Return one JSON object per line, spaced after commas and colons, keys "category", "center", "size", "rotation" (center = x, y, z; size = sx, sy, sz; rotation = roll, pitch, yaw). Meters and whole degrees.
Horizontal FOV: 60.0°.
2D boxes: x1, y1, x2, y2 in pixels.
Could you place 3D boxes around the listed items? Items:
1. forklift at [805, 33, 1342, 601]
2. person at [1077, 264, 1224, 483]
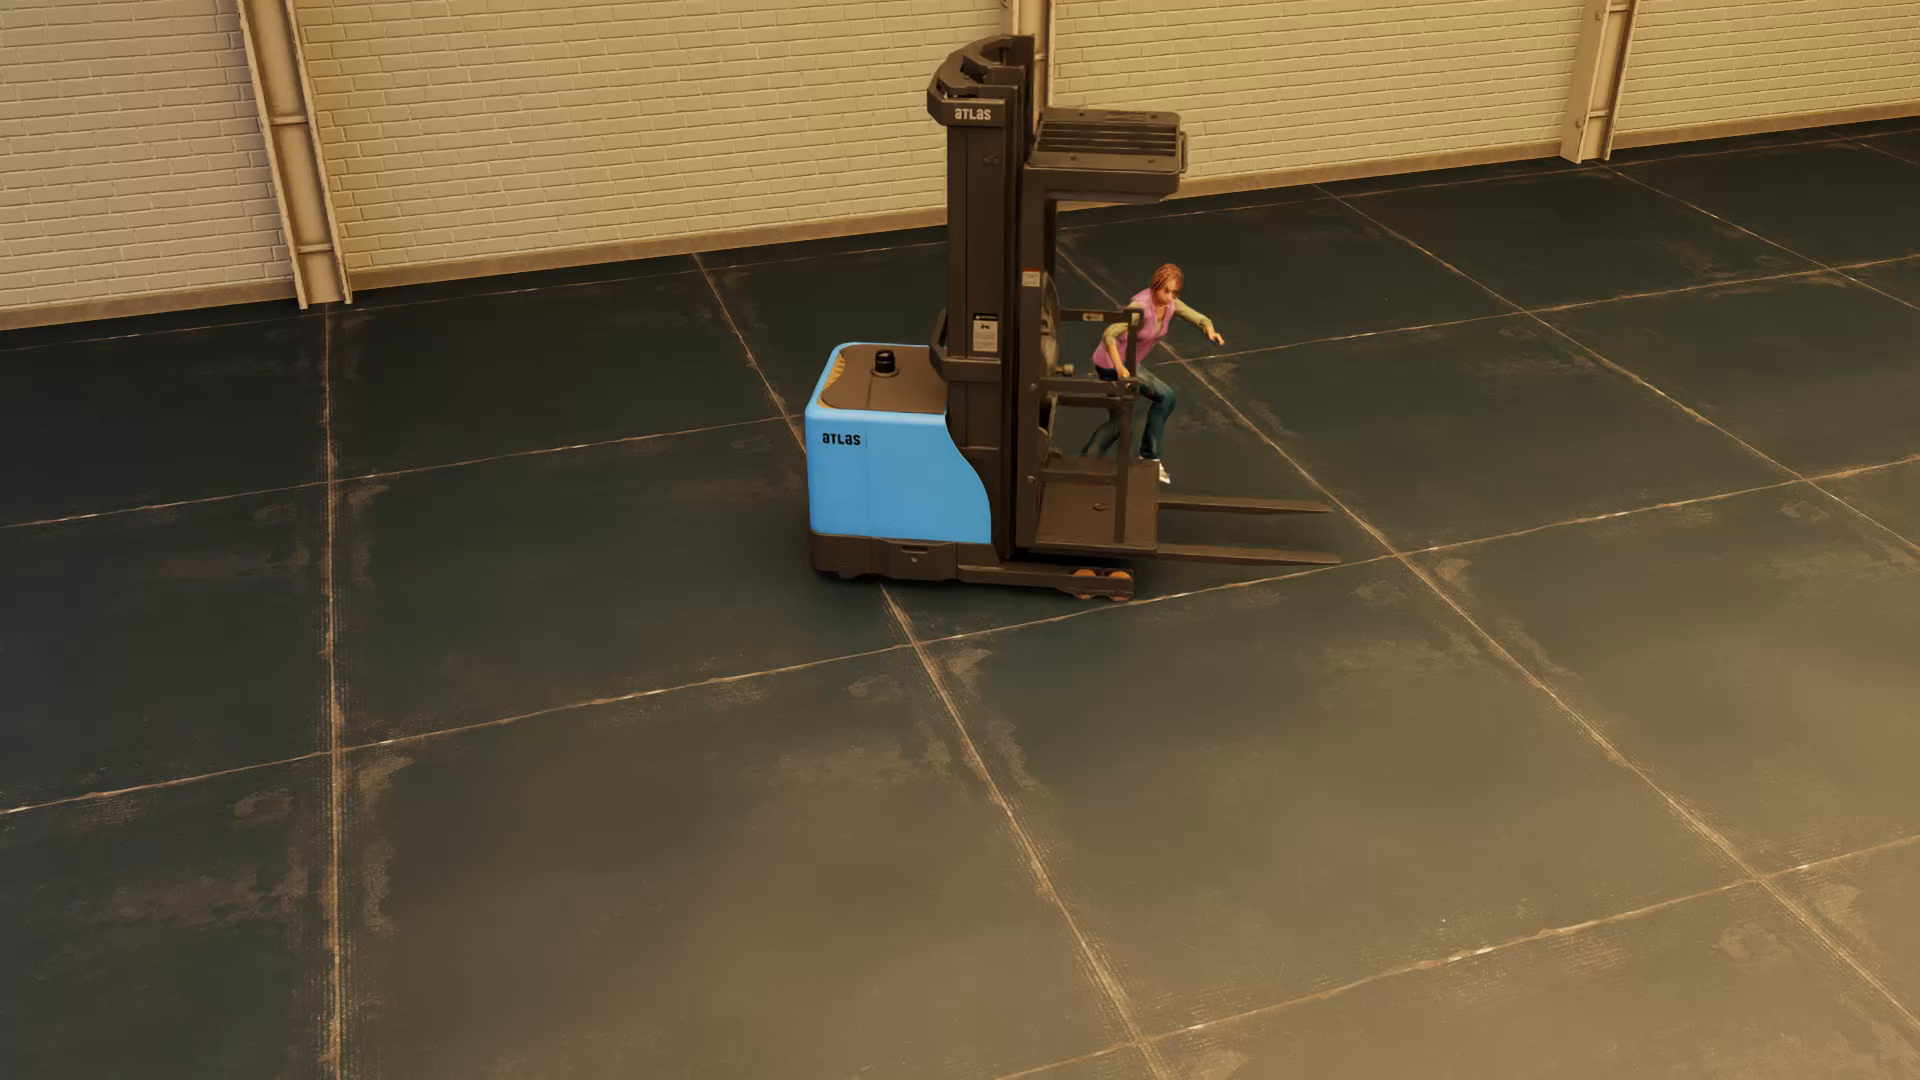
{"category": "forklift", "center": [0.684, -1.205, 9.182], "size": [3.031, 2.935, 1.130], "rotation": [3, 30, 6]}
{"category": "person", "center": [1.142, -0.978, 10.061], "size": [0.821, 1.353, 0.848], "rotation": [13, 33, 22]}
